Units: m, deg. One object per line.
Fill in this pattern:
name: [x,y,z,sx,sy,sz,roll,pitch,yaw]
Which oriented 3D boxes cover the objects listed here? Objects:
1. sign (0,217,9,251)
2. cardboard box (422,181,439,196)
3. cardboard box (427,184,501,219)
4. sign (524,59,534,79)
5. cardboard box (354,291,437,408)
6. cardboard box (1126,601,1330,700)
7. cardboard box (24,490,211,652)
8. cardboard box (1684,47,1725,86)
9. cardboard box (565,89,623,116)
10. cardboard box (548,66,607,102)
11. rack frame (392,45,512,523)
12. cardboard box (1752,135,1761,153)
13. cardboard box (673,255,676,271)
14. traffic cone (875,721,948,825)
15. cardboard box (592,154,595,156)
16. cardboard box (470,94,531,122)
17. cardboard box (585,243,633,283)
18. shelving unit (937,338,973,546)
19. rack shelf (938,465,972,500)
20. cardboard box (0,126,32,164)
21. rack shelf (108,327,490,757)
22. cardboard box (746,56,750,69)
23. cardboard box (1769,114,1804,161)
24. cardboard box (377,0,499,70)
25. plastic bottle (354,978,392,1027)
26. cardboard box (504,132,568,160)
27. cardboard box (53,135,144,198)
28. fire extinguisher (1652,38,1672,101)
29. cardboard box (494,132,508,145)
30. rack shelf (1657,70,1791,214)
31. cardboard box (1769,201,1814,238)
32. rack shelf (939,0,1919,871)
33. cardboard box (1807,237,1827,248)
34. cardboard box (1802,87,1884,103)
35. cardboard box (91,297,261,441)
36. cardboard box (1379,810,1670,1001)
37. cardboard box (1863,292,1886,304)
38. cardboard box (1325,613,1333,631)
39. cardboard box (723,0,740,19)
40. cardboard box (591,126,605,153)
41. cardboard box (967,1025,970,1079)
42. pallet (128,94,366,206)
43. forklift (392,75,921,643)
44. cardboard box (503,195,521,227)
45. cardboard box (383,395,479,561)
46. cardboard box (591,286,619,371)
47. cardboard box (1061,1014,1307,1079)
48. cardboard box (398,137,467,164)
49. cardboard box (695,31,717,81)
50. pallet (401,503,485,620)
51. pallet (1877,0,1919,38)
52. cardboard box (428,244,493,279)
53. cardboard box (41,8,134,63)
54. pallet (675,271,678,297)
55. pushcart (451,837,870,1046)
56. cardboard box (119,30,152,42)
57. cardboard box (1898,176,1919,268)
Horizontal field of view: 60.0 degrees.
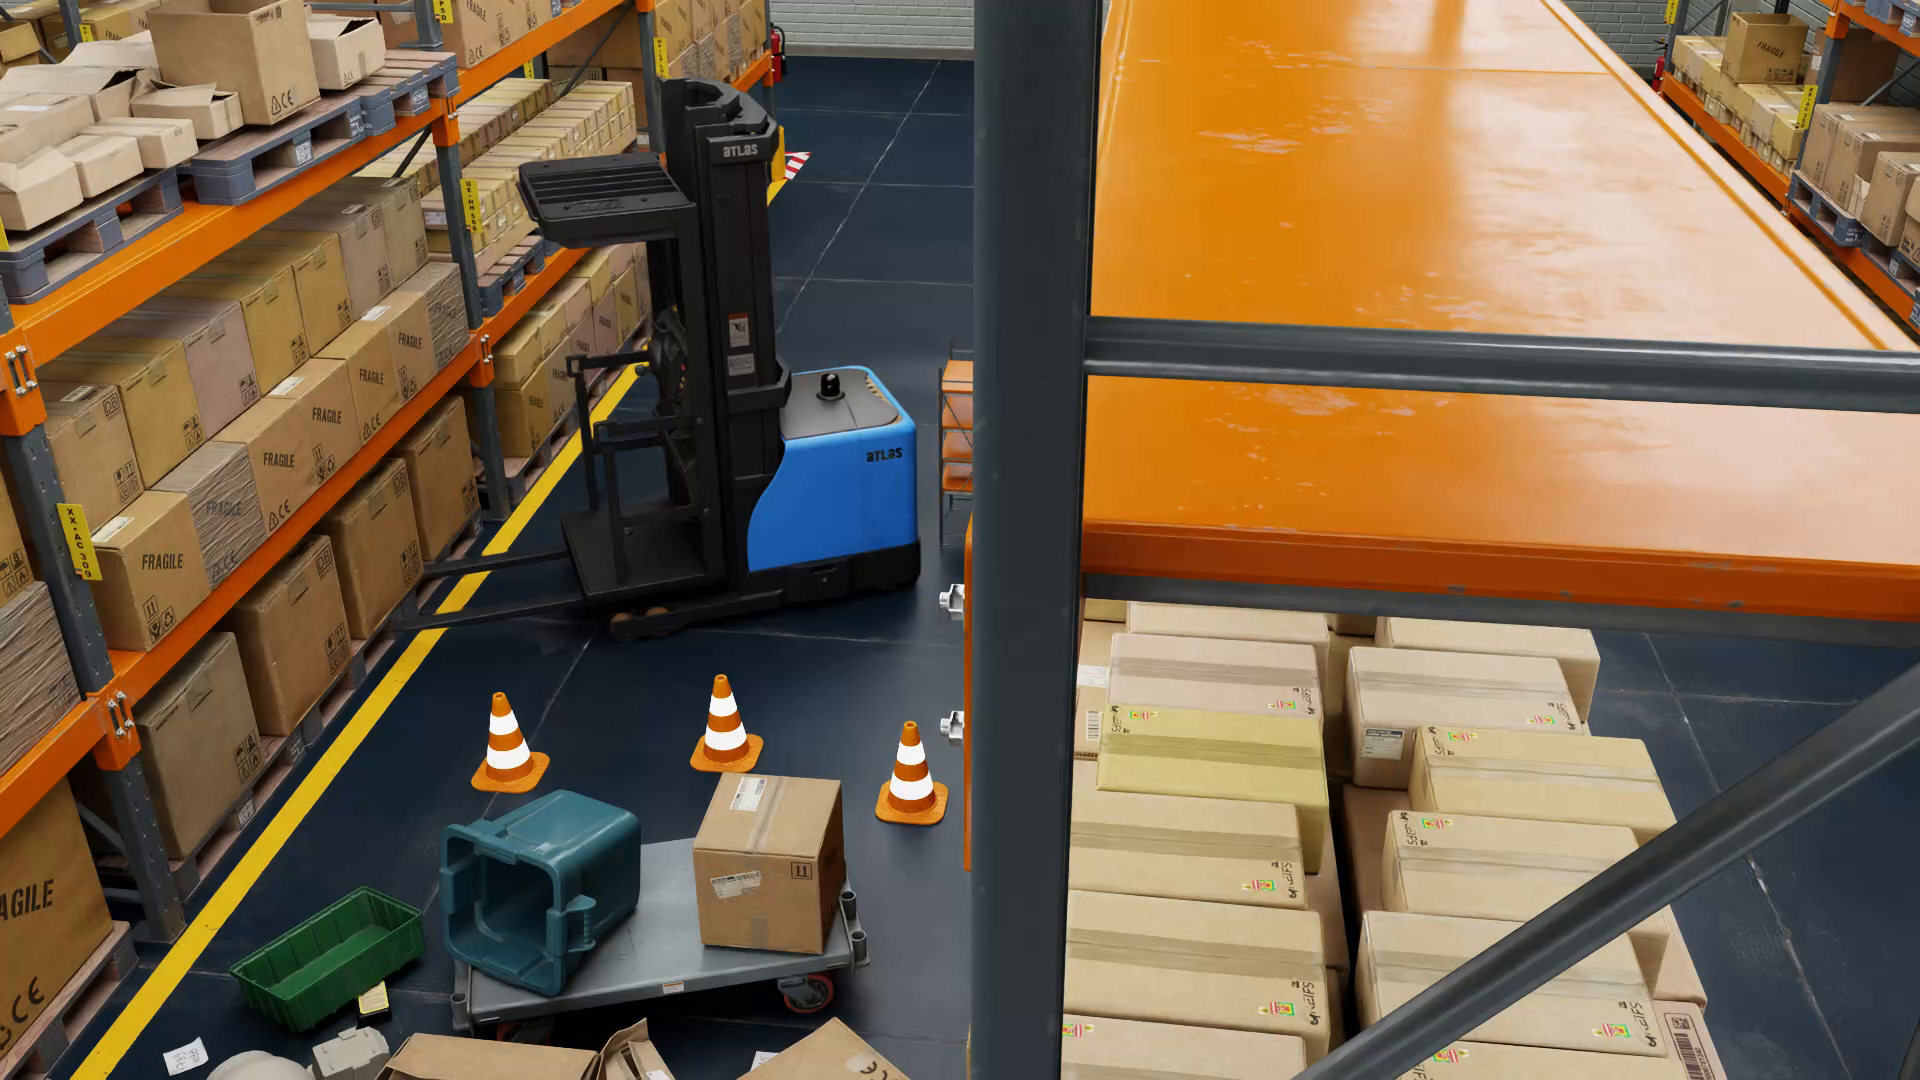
sign: [-3.371,-1.158,5.738,0.100,0.325,0.005,3,28,6]
cardboard box: [-3.731,-2.321,11.196,0.380,0.149,0.250,3,29,6]
cardboard box: [-3.153,-2.159,10.581,0.380,0.149,0.250,3,28,5]
sign: [-3.481,-3.781,13.485,0.100,0.325,0.005,3,28,6]
cardboard box: [-3.283,-1.071,9.262,0.500,0.500,0.500,3,28,6]
cardboard box: [0.522,0.186,3.296,0.380,0.149,0.250,3,28,5]
cardboard box: [-3.590,0.118,7.056,0.500,0.500,0.500,4,29,7]
cardboard box: [7.016,-4.358,15.313,0.500,0.250,0.500,4,29,7]
cardboard box: [-2.829,-3.382,12.851,0.380,0.149,0.250,3,28,5]
cardboard box: [-3.163,-3.791,13.998,0.500,0.500,0.500,3,28,6]
rack frame: [-3.432,-1.489,10.144,1.000,3.000,0.127,3,28,6]
cardboard box: [6.776,-3.269,13.712,0.380,0.149,0.250,4,29,8]
cardboard box: [-2.578,-2.455,14.499,0.380,0.149,0.250,2,28,4]
traffic cone: [-0.234,1.085,8.040,0.336,0.463,0.334,3,28,6]
cardboard box: [-2.917,-2.759,12.323,0.380,0.149,0.250,2,28,4]
cardboard box: [-3.509,-3.298,12.695,0.380,0.149,0.250,4,29,7]
cardboard box: [-2.858,-2.180,12.829,0.500,0.250,0.500,5,29,9]
shelving unit: [0.020,-0.606,10.402,0.258,1.200,0.503,3,28,6]
rack shelf: [0.020,-0.372,10.528,0.258,0.148,0.480,3,28,6]
cardboard box: [-3.994,-1.432,6.484,0.500,0.250,0.500,4,29,7]
rack shelf: [-3.677,-0.231,8.567,1.077,0.370,4.000,3,28,6]
cardboard box: [-2.295,-4.741,16.444,0.380,0.149,0.250,3,28,6]
cardboard box: [6.731,-3.164,13.097,0.500,0.250,0.500,4,29,7]
cardboard box: [-3.098,-3.107,9.879,0.500,0.500,0.500,3,28,6]
plastic bottle: [-2.458,1.905,6.942,0.133,0.061,0.283,-11,30,-20]
cardboard box: [-2.989,-2.768,11.712,0.380,0.149,0.250,3,28,5]
cardboard box: [-3.549,-1.519,6.753,0.250,0.149,0.380,3,28,6]
fire extinguisher: [6.960,-4.626,16.441,0.296,0.674,0.183,3,28,6]
cardboard box: [-3.570,-2.926,12.318,0.380,0.149,0.250,4,29,8]
rack shelf: [7.155,-3.470,14.579,1.077,0.370,4.000,3,28,6]
cardboard box: [6.961,-2.642,14.475,0.700,0.500,0.500,2,28,4]
rack shelf: [0.758,-0.748,3.204,1.077,0.370,4.000,3,28,6]
cardboard box: [6.662,-2.189,12.639,0.380,0.149,0.250,3,28,5]
cardboard box: [7.359,-3.607,13.919,0.500,0.250,0.500,4,29,7]
cardboard box: [-3.744,-0.805,7.714,0.700,0.500,0.500,4,29,7]
cardboard box: [0.866,0.566,2.590,0.380,0.149,0.250,3,28,6]
cardboard box: [6.605,-1.676,11.999,0.380,0.149,0.250,3,28,5]
cardboard box: [1.031,0.189,3.711,0.500,0.250,0.500,4,29,7]
cardboard box: [-2.378,-5.157,15.478,0.500,0.500,0.500,5,29,9]
cardboard box: [-2.888,-3.009,12.473,0.380,0.149,0.250,2,28,5]
cardboard box: [0.389,1.164,3.745,0.700,0.500,0.500,3,28,6]
pallet: [-3.592,-1.894,7.932,1.003,0.211,1.213,5,29,9]
forklift: [-1.811,-0.990,9.289,3.031,2.935,1.130,-10,30,-17]
cardboard box: [-3.113,-2.164,10.905,0.380,0.149,0.250,2,28,5]
cardboard box: [-3.596,-0.402,10.056,1.050,0.750,0.750,3,28,6]
cardboard box: [-2.913,-1.611,12.562,0.500,0.500,0.500,3,28,5]
cardboard box: [0.262,0.779,2.195,0.380,0.149,0.250,4,29,7]
cardboard box: [-3.666,-2.691,11.570,0.380,0.149,0.250,5,29,9]
cardboard box: [-2.480,-4.234,14.820,0.500,0.500,0.500,3,28,5]
pallet: [-3.603,0.105,10.125,1.003,0.211,1.213,3,28,6]
pallet: [6.637,-3.292,10.526,1.213,0.211,1.003,3,28,6]
cardboard box: [-3.177,-1.763,10.473,0.380,0.149,0.250,3,28,5]
cardboard box: [-7.539,-4.314,14.440,0.500,0.500,0.500,3,28,6]
pallet: [-2.894,-2.463,14.891,1.003,0.211,1.213,3,28,6]
pushcart: [-1.266,1.679,7.028,1.648,0.377,0.936,-6,29,-11]
cardboard box: [-3.800,-2.409,8.298,0.500,0.250,0.500,4,29,8]
cardboard box: [6.437,-1.972,10.488,0.797,0.503,0.637,3,28,5]
